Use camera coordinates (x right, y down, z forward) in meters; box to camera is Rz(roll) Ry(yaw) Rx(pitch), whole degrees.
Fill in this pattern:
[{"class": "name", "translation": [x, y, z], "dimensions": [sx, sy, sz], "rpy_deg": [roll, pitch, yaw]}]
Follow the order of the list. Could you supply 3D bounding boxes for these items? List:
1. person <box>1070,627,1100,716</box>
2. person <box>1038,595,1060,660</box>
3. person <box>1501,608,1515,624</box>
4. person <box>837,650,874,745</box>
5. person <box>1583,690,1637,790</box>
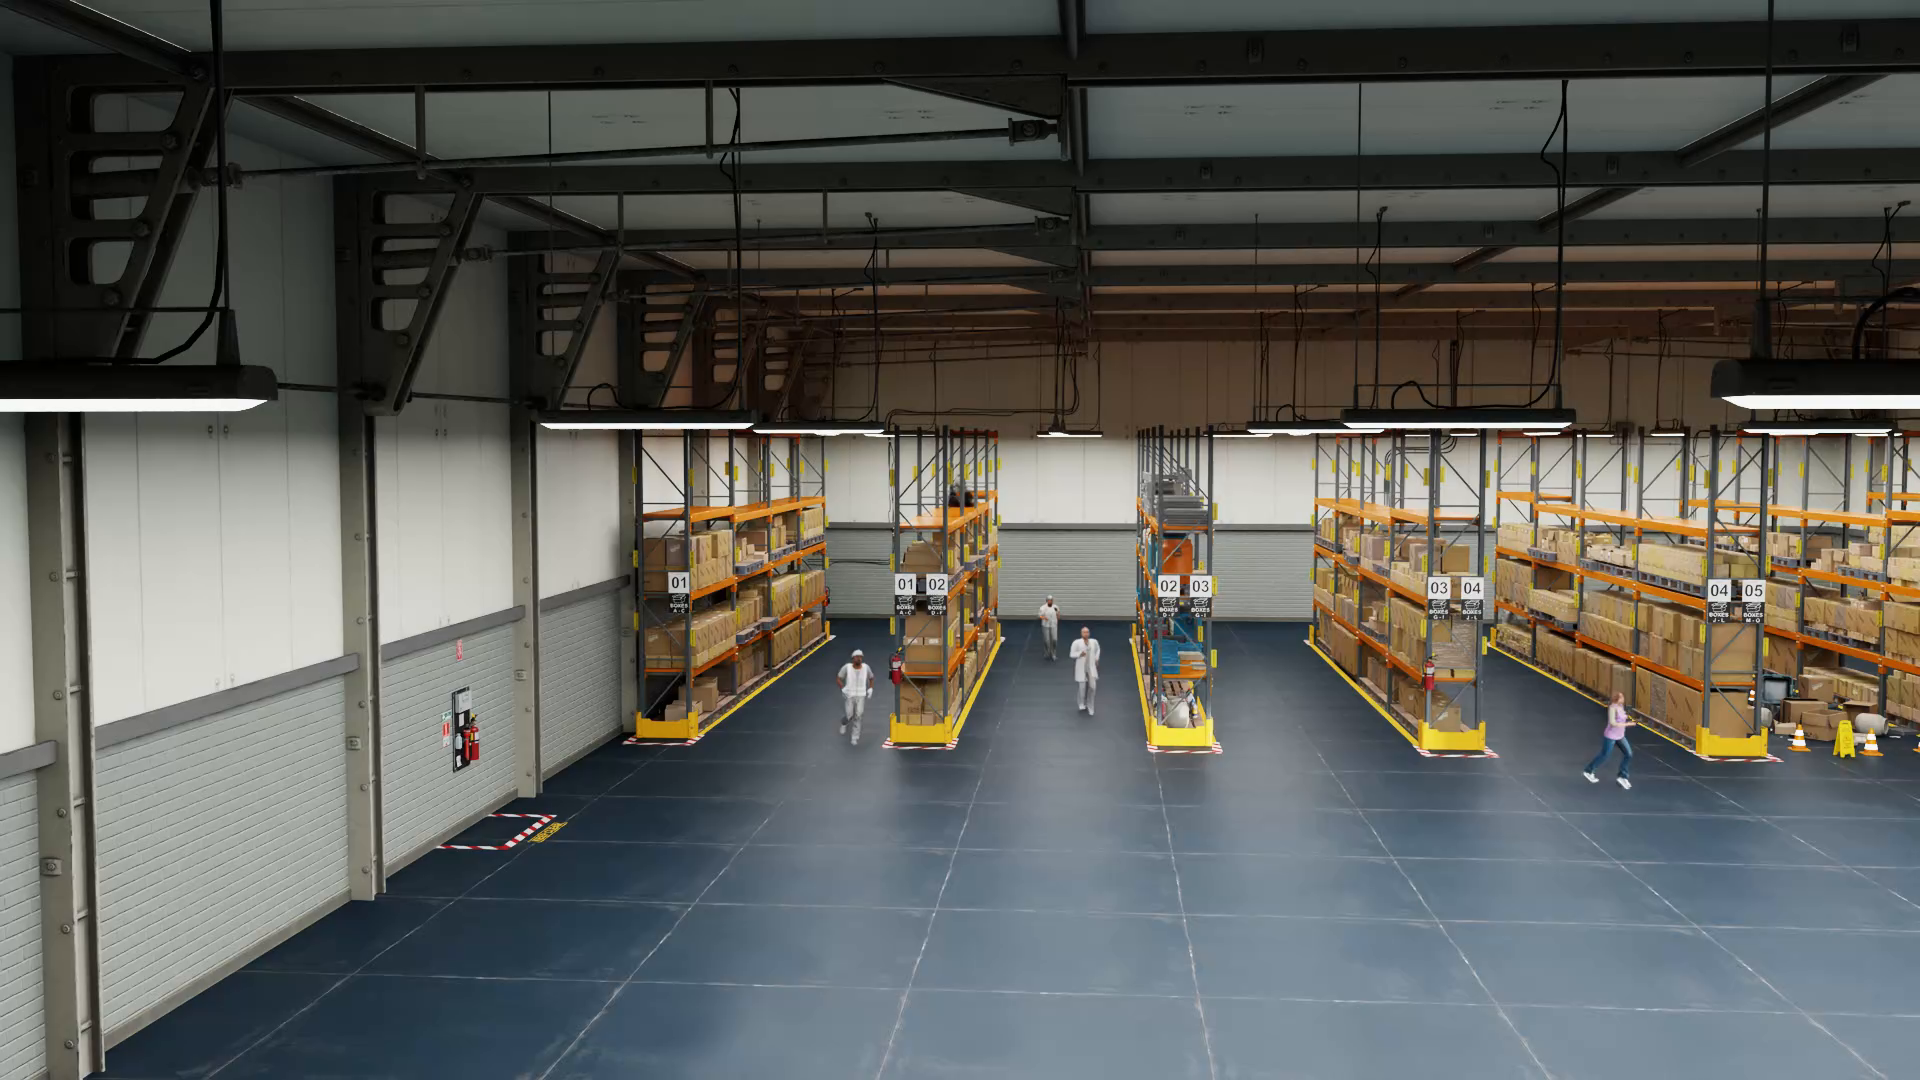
[{"class": "person", "translation": [2.637, 2.747, 34.819], "dimensions": [0.685, 1.844, 0.794], "rpy_deg": [0, 3, -6]}, {"class": "person", "translation": [2.334, 2.303, 43.447], "dimensions": [0.589, 1.717, 0.733], "rpy_deg": [0, 3, -3]}, {"class": "person", "translation": [15.632, 2.072, 47.237], "dimensions": [0.709, 1.643, 0.658], "rpy_deg": [0, 3, -4]}, {"class": "person", "translation": [-1.978, 2.969, 31.611], "dimensions": [0.725, 1.781, 0.712], "rpy_deg": [-1, 4, -16]}, {"class": "person", "translation": [10.754, 3.276, 27.417], "dimensions": [0.548, 1.630, 0.842], "rpy_deg": [-3, 5, -42]}]
